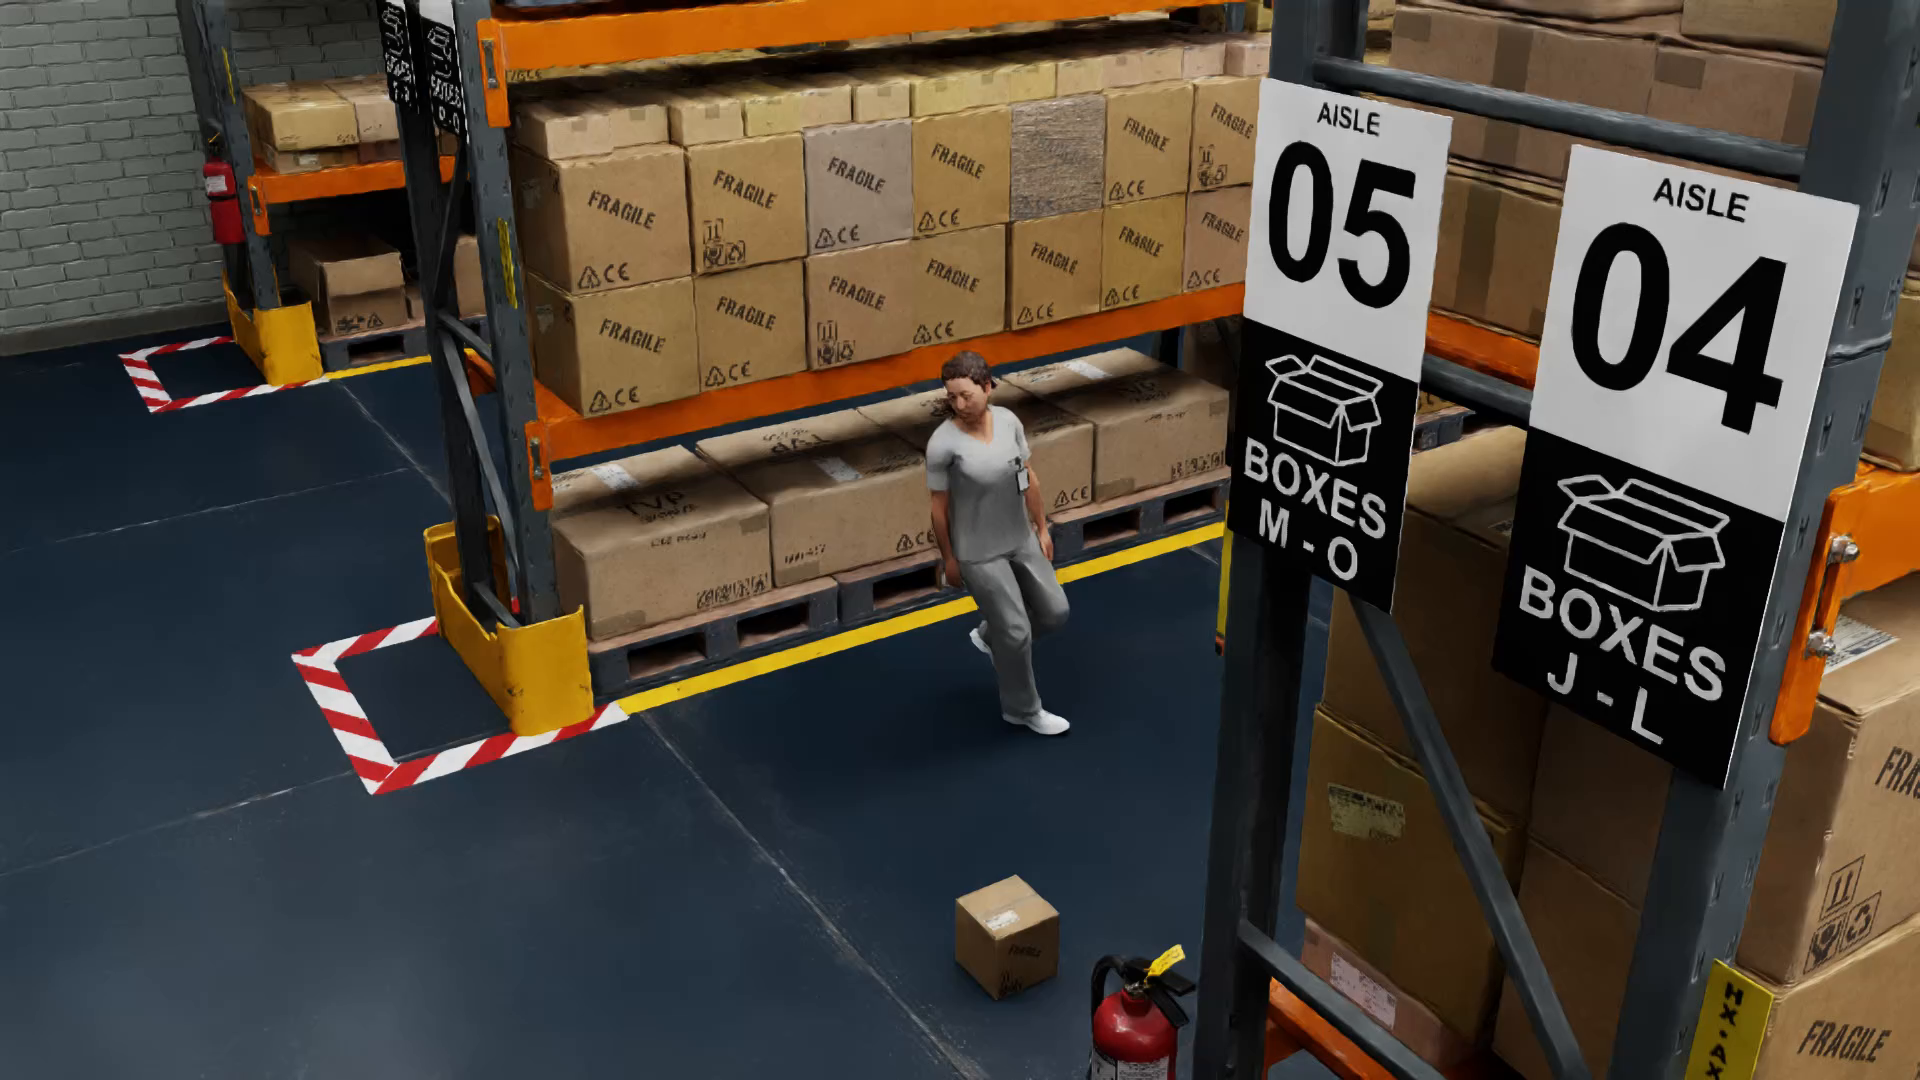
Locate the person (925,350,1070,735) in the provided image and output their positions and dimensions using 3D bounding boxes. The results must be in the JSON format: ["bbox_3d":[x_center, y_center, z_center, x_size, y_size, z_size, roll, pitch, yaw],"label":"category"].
[{"bbox_3d":[0.127,0.024,6.599,0.531,1.637,0.567,-20,32,-35],"label":"person"}]
